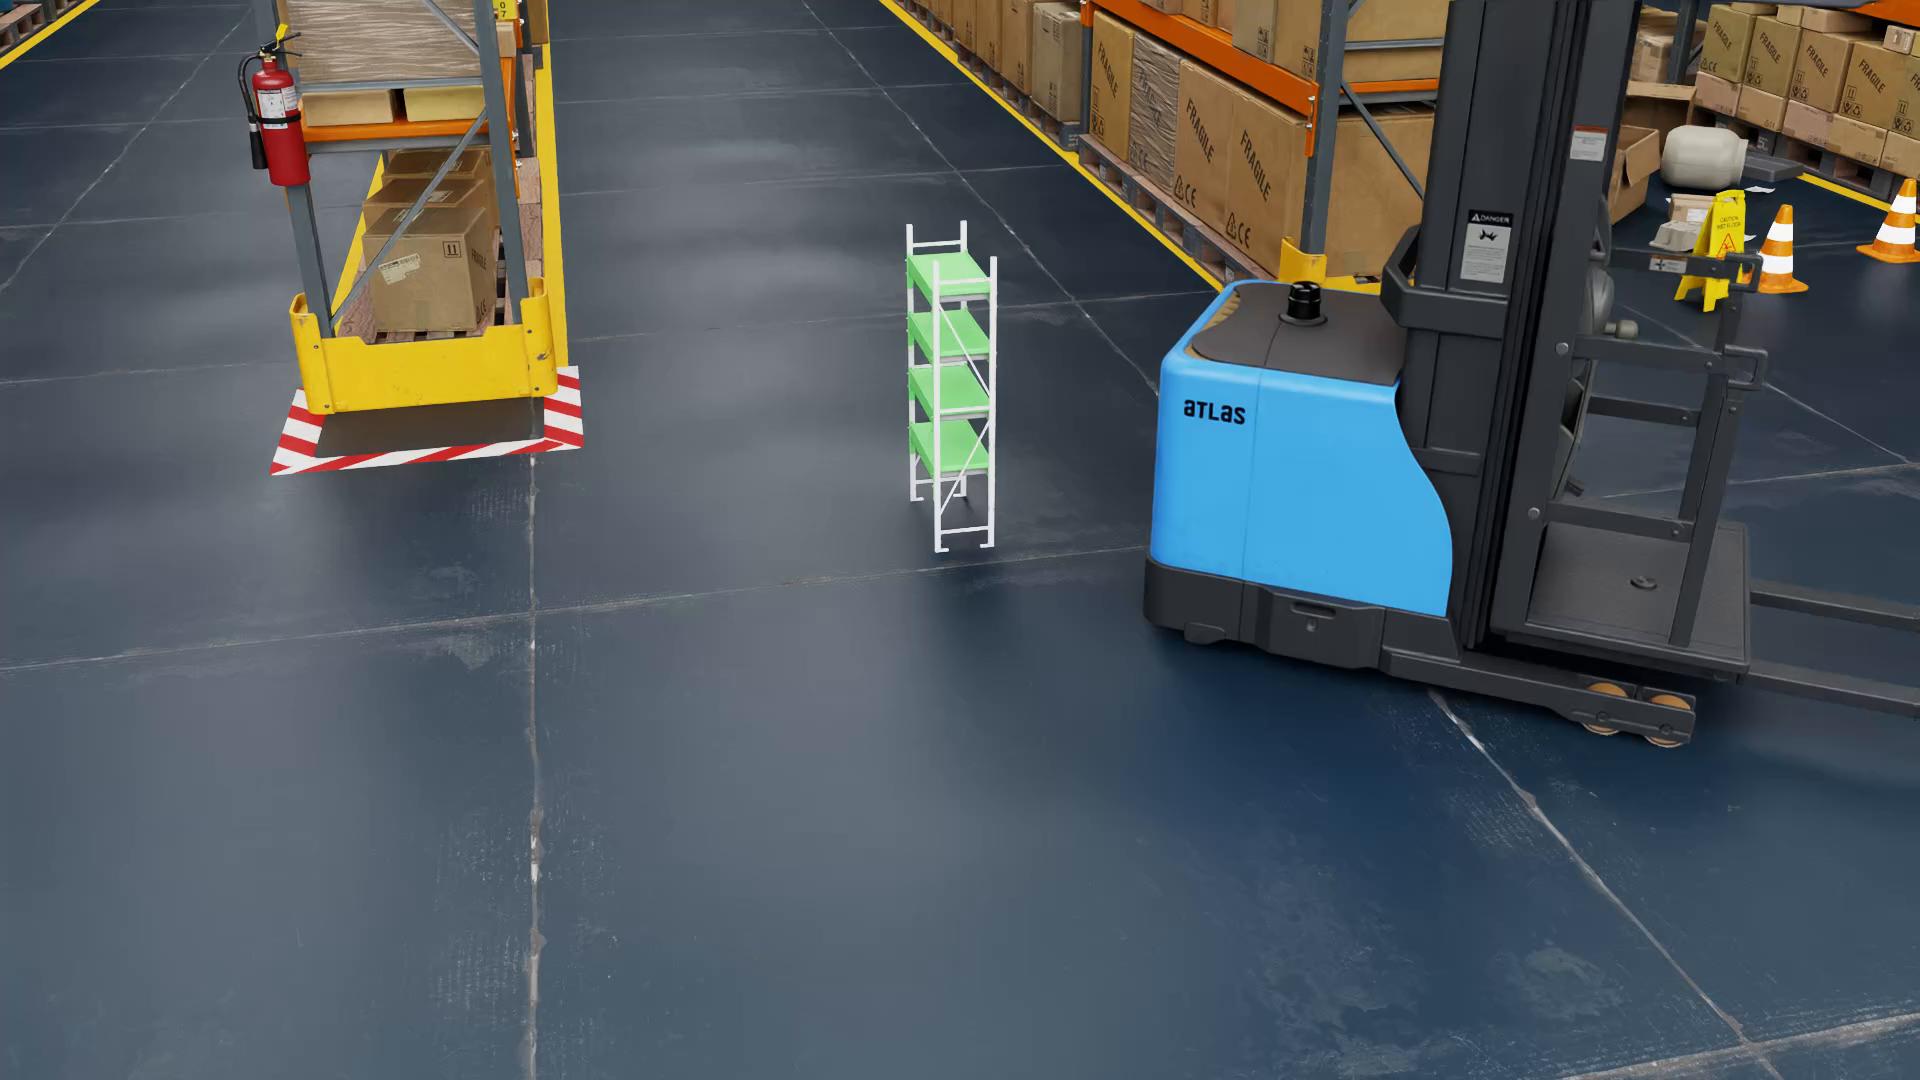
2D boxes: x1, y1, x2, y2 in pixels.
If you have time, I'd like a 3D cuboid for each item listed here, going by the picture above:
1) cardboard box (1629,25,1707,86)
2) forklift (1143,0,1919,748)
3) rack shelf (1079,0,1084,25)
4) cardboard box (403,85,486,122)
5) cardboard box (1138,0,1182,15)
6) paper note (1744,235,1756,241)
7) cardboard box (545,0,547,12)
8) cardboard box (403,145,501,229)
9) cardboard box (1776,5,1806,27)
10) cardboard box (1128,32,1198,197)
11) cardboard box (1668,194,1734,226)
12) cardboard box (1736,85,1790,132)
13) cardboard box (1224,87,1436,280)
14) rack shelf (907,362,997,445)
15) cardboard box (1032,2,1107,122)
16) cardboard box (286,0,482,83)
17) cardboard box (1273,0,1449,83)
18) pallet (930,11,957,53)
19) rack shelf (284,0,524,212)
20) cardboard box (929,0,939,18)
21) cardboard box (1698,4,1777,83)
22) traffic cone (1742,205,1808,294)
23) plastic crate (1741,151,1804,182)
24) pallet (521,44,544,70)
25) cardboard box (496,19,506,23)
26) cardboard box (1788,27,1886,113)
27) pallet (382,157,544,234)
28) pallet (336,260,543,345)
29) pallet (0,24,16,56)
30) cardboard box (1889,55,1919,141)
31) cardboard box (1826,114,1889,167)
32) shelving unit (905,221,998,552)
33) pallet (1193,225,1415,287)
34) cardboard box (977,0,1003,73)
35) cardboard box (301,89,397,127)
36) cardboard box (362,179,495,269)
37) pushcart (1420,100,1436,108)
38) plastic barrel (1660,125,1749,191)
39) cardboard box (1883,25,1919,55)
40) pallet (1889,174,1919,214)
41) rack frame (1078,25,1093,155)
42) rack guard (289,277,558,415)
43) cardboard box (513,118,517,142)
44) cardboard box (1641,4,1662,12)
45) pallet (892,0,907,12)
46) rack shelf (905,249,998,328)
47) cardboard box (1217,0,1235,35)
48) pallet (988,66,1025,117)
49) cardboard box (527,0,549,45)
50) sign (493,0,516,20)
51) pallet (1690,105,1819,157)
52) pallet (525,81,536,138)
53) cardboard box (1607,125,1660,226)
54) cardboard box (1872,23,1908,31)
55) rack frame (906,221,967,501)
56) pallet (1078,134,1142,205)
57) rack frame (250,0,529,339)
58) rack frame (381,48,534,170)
[{"bbox_3d":[6.069,-4.040,13.875,0.950,0.372,0.625,-6,27,-11],"label":"cardboard box"},{"bbox_3d":[2.233,-0.906,5.292,3.031,2.935,1.130,11,29,20],"label":"forklift"},{"bbox_3d":[0.939,-4.805,13.739,1.077,0.370,4.000,-6,27,-12],"label":"rack shelf"},{"bbox_3d":[-2.396,-2.070,7.801,0.380,0.149,0.250,-6,27,-12],"label":"cardboard box"},{"bbox_3d":[1.637,-3.666,10.518,0.875,0.550,0.550,-6,27,-12],"label":"cardboard box"},{"bbox_3d":[4.939,-1.927,10.533,0.148,0.019,0.142,-16,31,-29],"label":"paper note"},{"bbox_3d":[-4.902,-5.869,16.940,1.225,0.875,0.875,-7,28,-13],"label":"cardboard box"},{"bbox_3d":[-3.061,-2.166,10.020,0.500,0.500,0.500,-8,28,-16],"label":"cardboard box"},{"bbox_3d":[6.147,-3.807,11.996,0.380,0.149,0.250,-5,27,-10],"label":"cardboard box"},{"bbox_3d":[1.670,-2.809,10.878,0.875,0.875,0.875,-6,27,-11],"label":"cardboard box"},{"bbox_3d":[4.828,-2.136,10.818,0.380,0.149,0.250,8,28,15],"label":"cardboard box"},{"bbox_3d":[6.191,-3.236,12.417,0.500,0.250,0.500,-4,27,-9],"label":"cardboard box"},{"bbox_3d":[2.074,-2.022,9.319,0.875,0.875,0.875,-6,27,-11],"label":"cardboard box"},{"bbox_3d":[-0.037,-0.551,6.652,0.258,0.148,0.480,-6,27,-12],"label":"rack shelf"},{"bbox_3d":[1.162,-3.695,12.772,1.050,0.750,0.750,-6,27,-12],"label":"cardboard box"},{"bbox_3d":[-2.661,-2.455,7.843,0.875,0.500,0.500,-6,27,-12],"label":"cardboard box"},{"bbox_3d":[2.163,-2.717,8.639,0.875,0.550,0.550,-6,27,-12],"label":"cardboard box"},{"bbox_3d":[0.314,-5.103,16.625,1.003,0.211,1.213,-6,27,-12],"label":"pallet"},{"bbox_3d":[-3.015,-2.590,9.350,1.077,0.370,4.000,-6,27,-12],"label":"rack shelf"},{"bbox_3d":[-0.028,-5.566,16.758,0.500,0.500,0.500,-5,27,-10],"label":"cardboard box"},{"bbox_3d":[6.059,-3.804,12.710,0.500,0.500,0.500,-5,27,-9],"label":"cardboard box"},{"bbox_3d":[4.732,-1.703,9.610,0.336,0.463,0.334,-6,27,-12],"label":"traffic cone"},{"bbox_3d":[5.744,-2.719,12.049,0.402,0.080,0.583,-16,31,-29],"label":"plastic crate"},{"bbox_3d":[-4.471,-4.654,15.736,1.003,0.211,1.213,-6,27,-12],"label":"pallet"},{"bbox_3d":[-2.807,-2.952,9.549,0.380,0.149,0.250,-6,27,-12],"label":"cardboard box"},{"bbox_3d":[6.307,-3.342,11.795,0.500,0.500,0.500,-5,27,-9],"label":"cardboard box"},{"bbox_3d":[-3.280,-2.253,10.979,1.003,0.211,1.213,-6,27,-12],"label":"pallet"},{"bbox_3d":[-2.730,-1.182,8.857,1.003,0.211,1.213,-6,27,-12],"label":"pallet"},{"bbox_3d":[-9.682,-4.674,15.775,1.003,0.211,1.213,-6,27,-12],"label":"pallet"},{"bbox_3d":[6.535,-2.888,10.896,0.500,0.500,0.500,-5,27,-10],"label":"cardboard box"},{"bbox_3d":[6.414,-2.784,11.523,0.500,0.250,0.500,-7,28,-13],"label":"cardboard box"},{"bbox_3d":[-0.037,-0.608,6.624,0.258,1.200,0.503,-6,27,-12],"label":"shelving unit"},{"bbox_3d":[2.035,-1.590,9.667,1.003,0.211,1.213,-6,27,-12],"label":"pallet"},{"bbox_3d":[0.738,-4.527,14.422,1.050,0.750,0.750,-6,27,-11],"label":"cardboard box"},{"bbox_3d":[-2.829,-2.025,7.712,0.380,0.149,0.250,-6,27,-12],"label":"cardboard box"},{"bbox_3d":[-2.857,-1.639,8.977,0.500,0.500,0.500,1,27,2],"label":"cardboard box"},{"bbox_3d":[3.979,-3.371,13.010,1.648,0.377,0.936,-16,31,-29],"label":"pushcart"},{"bbox_3d":[5.151,-2.642,11.515,0.512,0.421,0.421,13,30,24],"label":"plastic barrel"},{"bbox_3d":[6.397,-3.330,11.051,0.380,0.149,0.250,-5,27,-9],"label":"cardboard box"},{"bbox_3d":[6.925,-2.188,10.851,1.003,0.211,1.213,-6,27,-12],"label":"pallet"},{"bbox_3d":[1.390,-4.248,11.838,1.000,3.000,0.127,-6,27,-12],"label":"rack frame"},{"bbox_3d":[-2.581,-0.950,8.078,1.175,0.500,0.348,-6,27,-12],"label":"rack guard"},{"bbox_3d":[-3.583,-3.141,11.930,0.700,0.500,0.500,-8,28,-16],"label":"cardboard box"},{"bbox_3d":[5.745,-4.660,15.104,0.950,0.372,0.625,-5,27,-10],"label":"cardboard box"},{"bbox_3d":[-0.236,-6.174,18.747,1.003,0.211,1.213,-6,27,-12],"label":"pallet"},{"bbox_3d":[-0.037,-0.980,6.436,0.258,0.148,0.480,-6,27,-12],"label":"rack shelf"},{"bbox_3d":[2.014,-3.215,9.625,0.875,0.550,0.550,-6,27,-12],"label":"cardboard box"},{"bbox_3d":[0.864,-3.871,14.185,1.003,0.211,1.213,-6,27,-12],"label":"pallet"},{"bbox_3d":[-4.502,-5.089,15.395,1.225,0.875,0.875,-7,28,-14],"label":"cardboard box"},{"bbox_3d":[-2.035,-2.475,7.363,0.100,0.325,0.005,-6,27,-12],"label":"sign"},{"bbox_3d":[6.375,-3.259,12.973,1.003,0.211,1.213,-6,27,-12],"label":"pallet"},{"bbox_3d":[-3.921,-3.422,13.296,1.003,0.211,1.213,-6,27,-12],"label":"pallet"},{"bbox_3d":[4.229,-2.439,11.023,0.637,0.503,0.797,19,32,32],"label":"cardboard box"},{"bbox_3d":[6.817,-3.411,11.931,0.500,0.500,0.500,-5,27,-9],"label":"cardboard box"},{"bbox_3d":[-0.092,-0.715,6.836,0.240,1.200,0.015,-6,27,-12],"label":"rack frame"},{"bbox_3d":[1.485,-2.662,11.789,1.003,0.211,1.213,-6,27,-12],"label":"pallet"},{"bbox_3d":[-2.564,-2.033,7.449,1.000,3.000,0.127,-6,27,-12],"label":"rack frame"},{"bbox_3d":[-3.466,-3.789,10.928,1.000,3.000,0.127,-6,27,-12],"label":"rack frame"}]
